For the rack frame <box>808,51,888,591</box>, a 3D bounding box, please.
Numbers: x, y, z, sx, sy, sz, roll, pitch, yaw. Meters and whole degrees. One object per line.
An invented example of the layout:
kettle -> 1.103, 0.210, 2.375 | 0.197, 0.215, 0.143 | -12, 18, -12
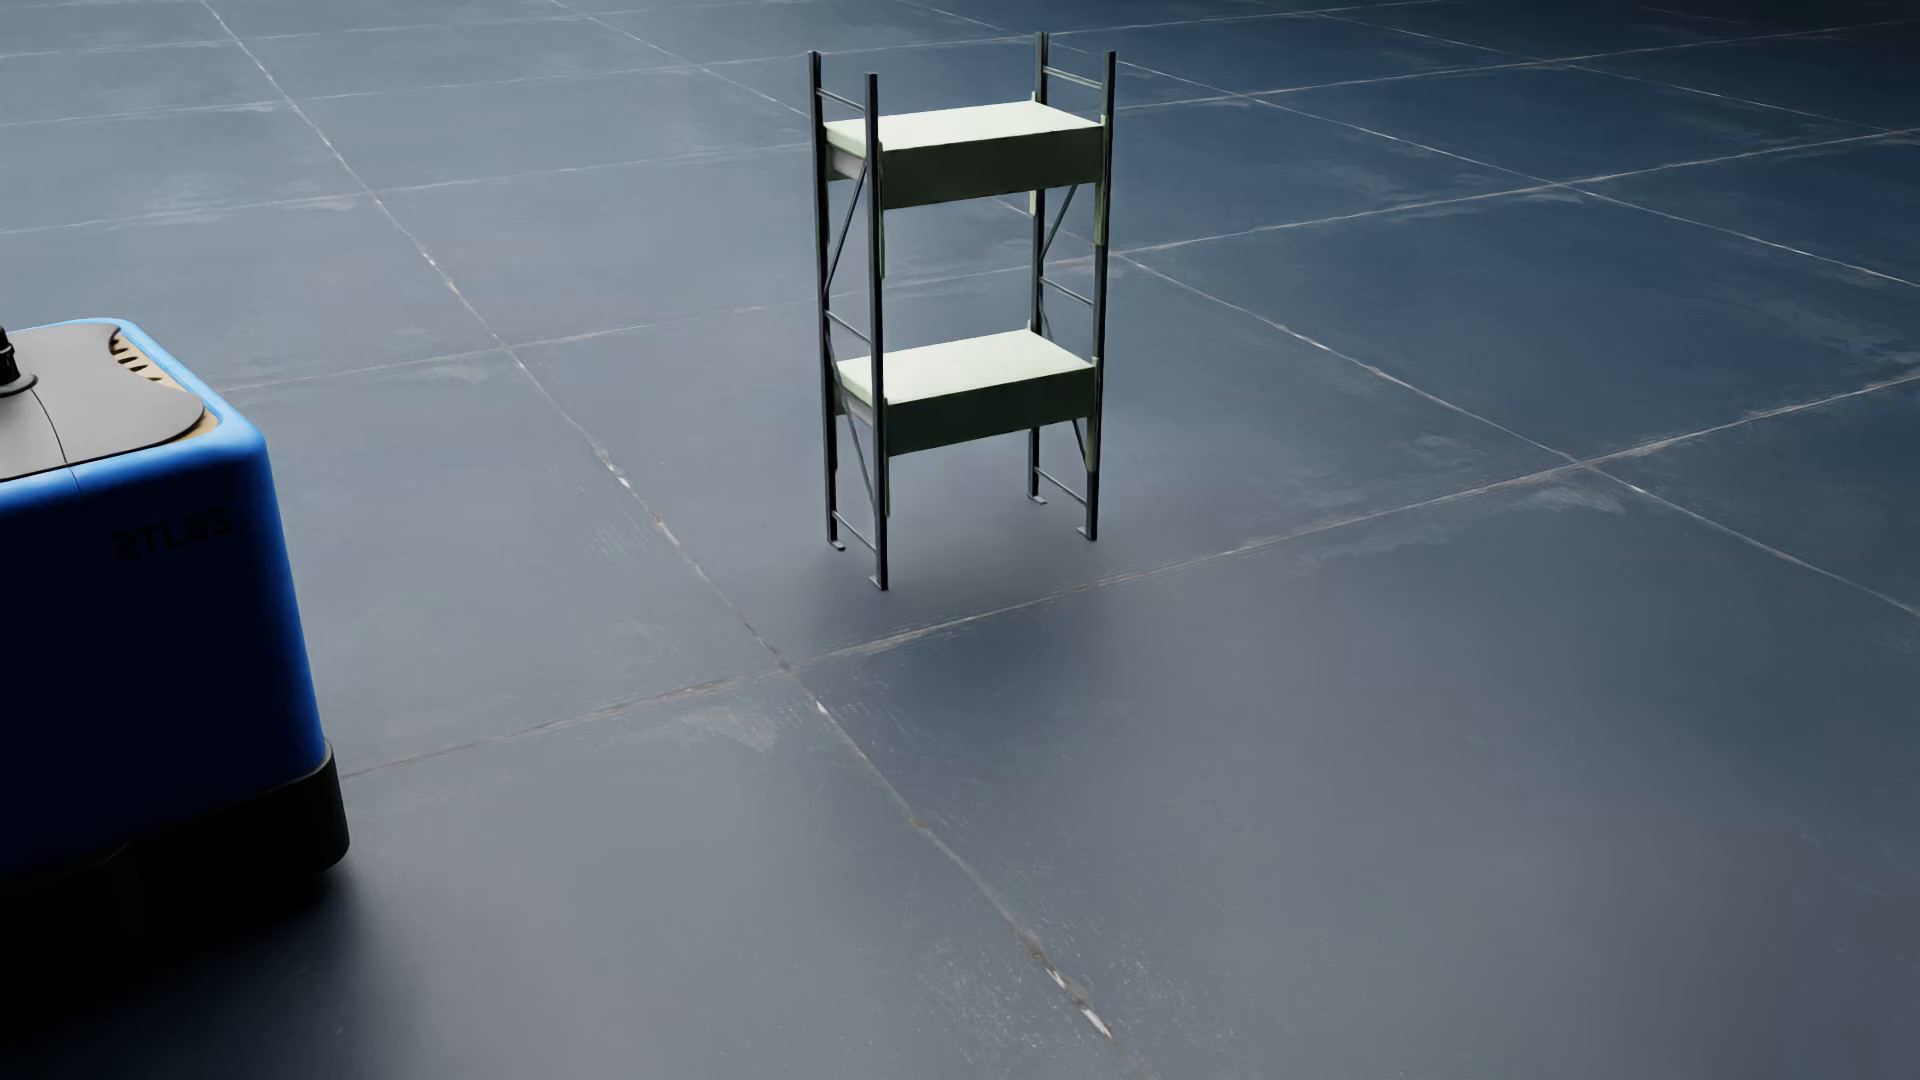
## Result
rack frame -> -0.317, -0.603, 4.773 | 0.023, 1.500, 0.400 | -13, 29, -25

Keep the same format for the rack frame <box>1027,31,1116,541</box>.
rack frame -> 0.329, -0.752, 5.083 | 0.023, 1.500, 0.400 | -13, 29, -25

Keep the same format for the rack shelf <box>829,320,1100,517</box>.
rack shelf -> 0.006, -0.384, 5.069 | 0.720, 0.370, 0.431 | -13, 29, -25

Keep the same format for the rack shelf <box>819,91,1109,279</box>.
rack shelf -> 0.006, -1.029, 4.759 | 0.720, 0.370, 0.431 | -13, 29, -25

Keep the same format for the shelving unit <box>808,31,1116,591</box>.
shelving unit -> 0.006, -0.677, 4.928 | 0.755, 1.500, 0.431 | -13, 29, -25

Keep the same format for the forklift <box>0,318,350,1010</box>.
forklift -> -2.807, -0.325, 2.540 | 3.031, 2.935, 1.130 | -20, 32, -35
